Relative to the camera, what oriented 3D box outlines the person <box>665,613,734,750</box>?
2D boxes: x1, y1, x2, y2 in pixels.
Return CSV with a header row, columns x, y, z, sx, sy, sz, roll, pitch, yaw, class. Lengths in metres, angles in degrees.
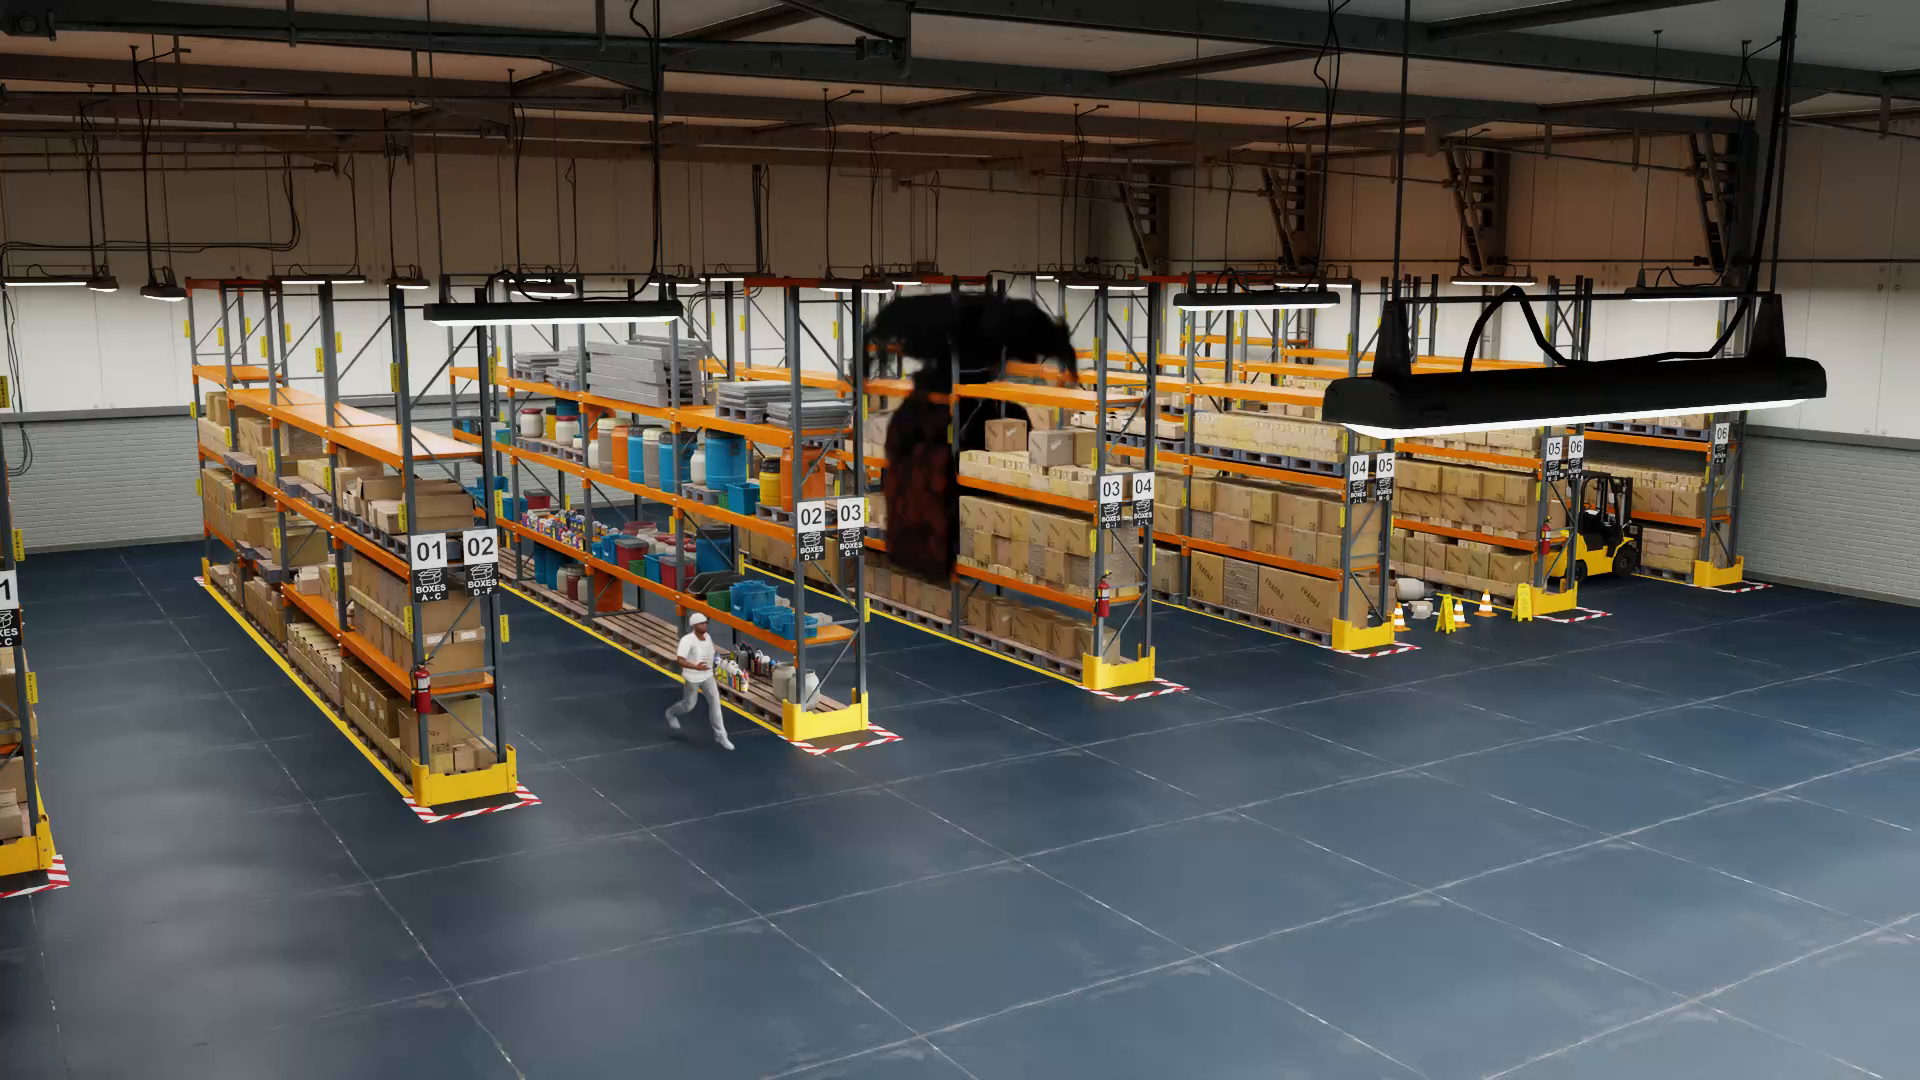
x,y,z,sx,sy,sz,roll,pitch,yaw,class
-3.482,1.829,21.882,1.140,1.776,0.663,8,12,39,person
